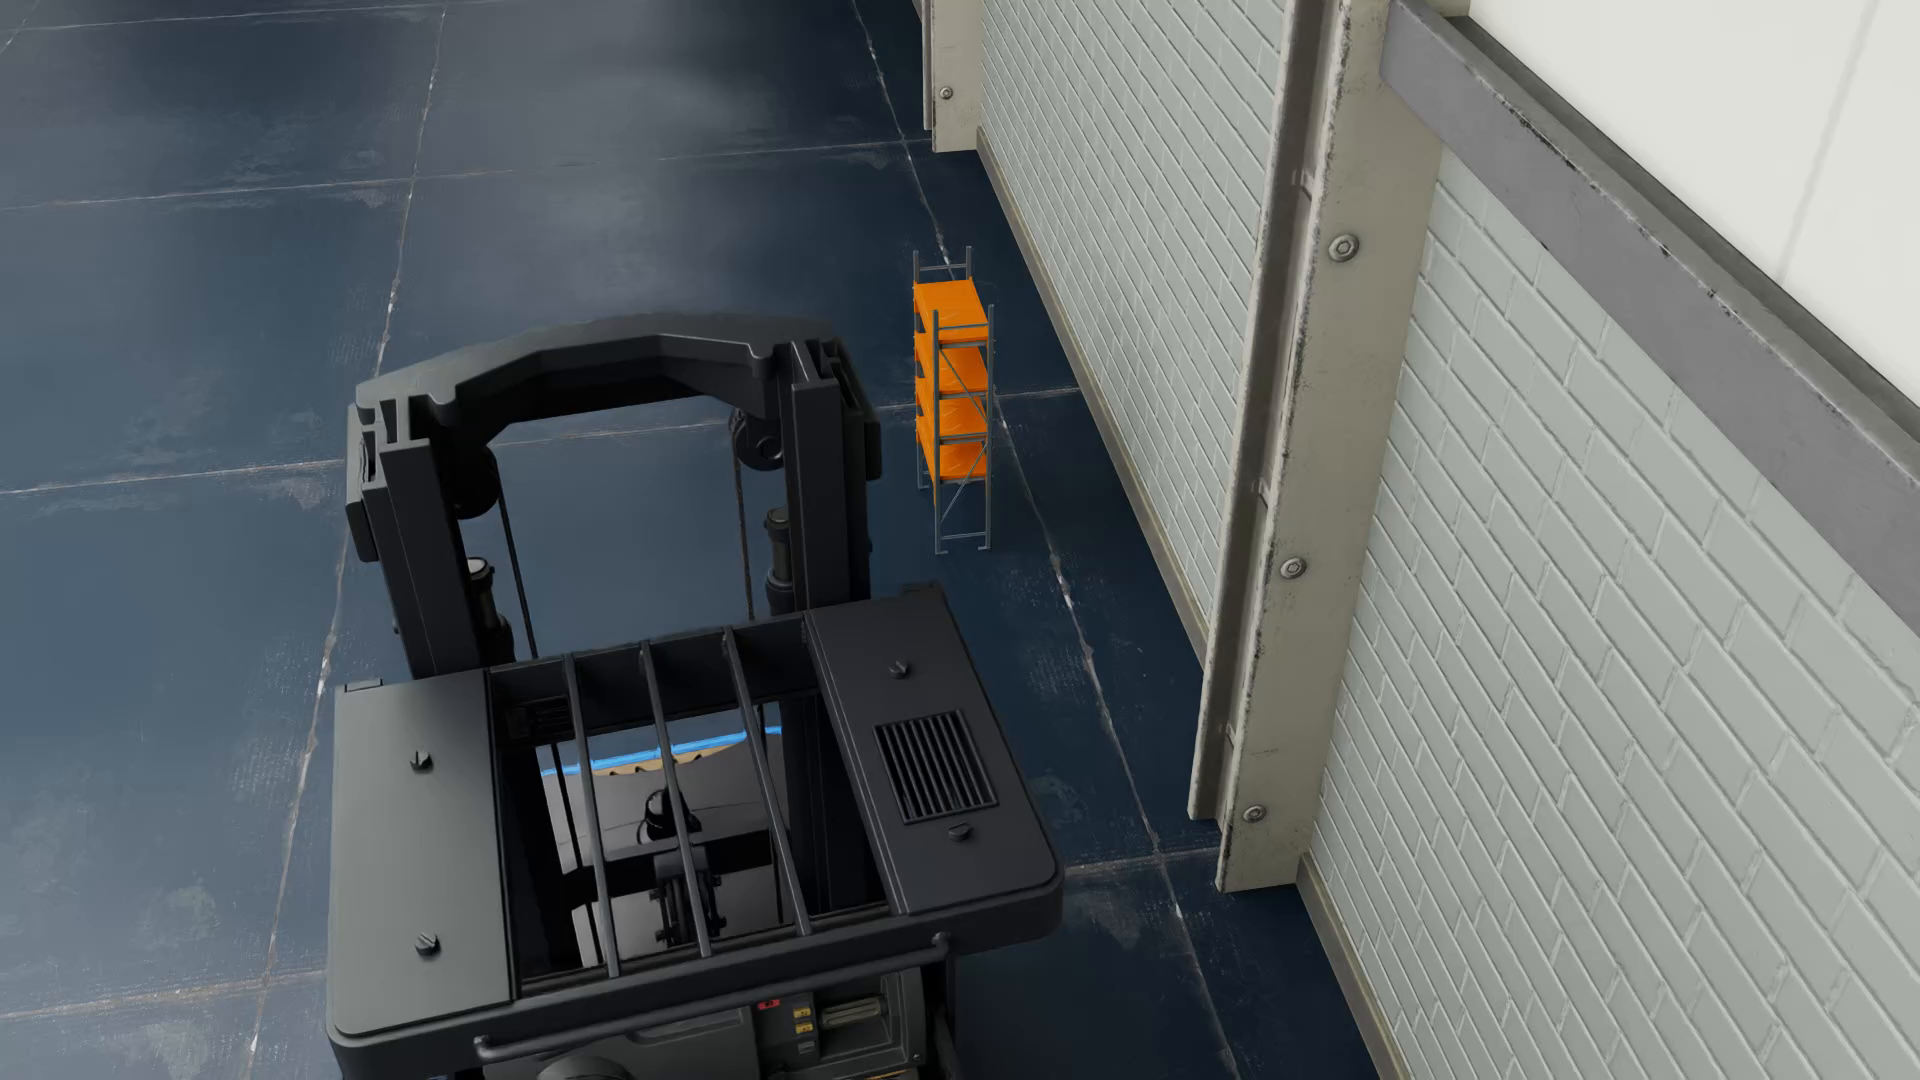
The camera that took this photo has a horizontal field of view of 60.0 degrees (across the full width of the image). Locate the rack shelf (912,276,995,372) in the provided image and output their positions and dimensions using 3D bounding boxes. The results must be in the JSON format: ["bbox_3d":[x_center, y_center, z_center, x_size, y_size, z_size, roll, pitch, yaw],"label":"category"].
[{"bbox_3d":[-0.029,-0.884,6.770,0.258,0.148,0.480,-6,38,-8],"label":"rack shelf"}]

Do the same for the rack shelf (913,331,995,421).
[{"bbox_3d":[-0.029,-0.697,6.915,0.258,0.148,0.480,-6,38,-8],"label":"rack shelf"}]

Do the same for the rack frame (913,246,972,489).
[{"bbox_3d":[-0.072,-0.721,7.200,0.240,1.200,0.015,-6,38,-8],"label":"rack frame"}]

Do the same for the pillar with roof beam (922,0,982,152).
[{"bbox_3d":[-4.285,-5.642,7.177,9.100,9.000,0.400,-6,38,-8],"label":"pillar with roof beam"}]

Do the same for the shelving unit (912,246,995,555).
[{"bbox_3d":[-0.029,-0.574,7.011,0.258,1.200,0.503,-6,38,-8],"label":"shelving unit"}]

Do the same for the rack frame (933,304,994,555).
[{"bbox_3d":[0.014,-0.426,6.821,0.240,1.200,0.015,-6,38,-8],"label":"rack frame"}]

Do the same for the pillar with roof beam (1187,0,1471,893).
[{"bbox_3d":[-3.233,-2.018,2.512,9.100,9.000,0.400,-6,38,-8],"label":"pillar with roof beam"}]

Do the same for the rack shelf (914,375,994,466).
[{"bbox_3d":[-0.029,-0.521,7.052,0.258,0.148,0.480,-6,38,-8],"label":"rack shelf"}]

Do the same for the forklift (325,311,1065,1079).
[{"bbox_3d":[-0.475,1.152,3.378,1.130,2.935,3.031,-10,39,-12],"label":"forklift"}]

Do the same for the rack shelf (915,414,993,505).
[{"bbox_3d":[-0.029,-0.364,7.174,0.258,0.148,0.480,-6,38,-8],"label":"rack shelf"}]
